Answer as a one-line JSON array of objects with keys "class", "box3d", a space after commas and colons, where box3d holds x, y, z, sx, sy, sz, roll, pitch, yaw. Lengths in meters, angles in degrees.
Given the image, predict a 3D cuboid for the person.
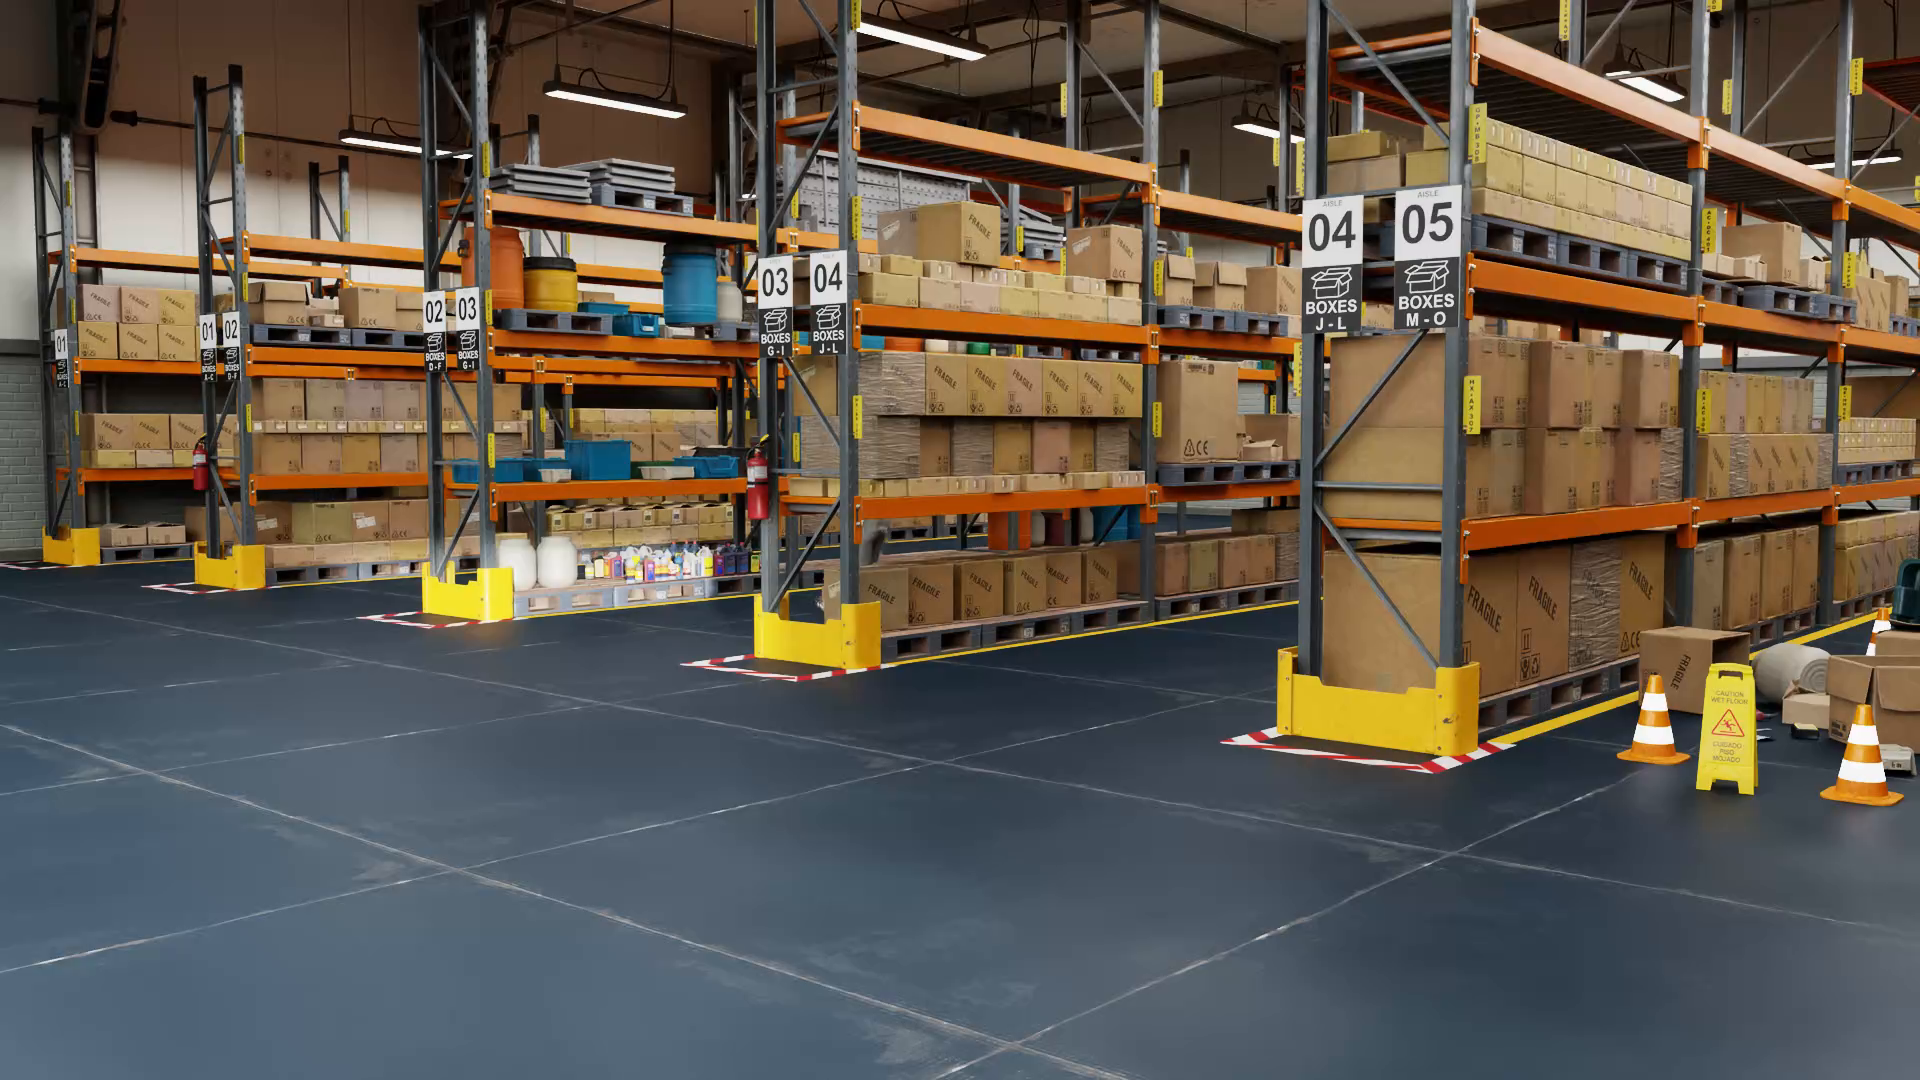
[{"class": "person", "box3d": [6.069, -2.731, 23.656, 23.789, 5.997, 20.354, 3, 5, 35]}]
